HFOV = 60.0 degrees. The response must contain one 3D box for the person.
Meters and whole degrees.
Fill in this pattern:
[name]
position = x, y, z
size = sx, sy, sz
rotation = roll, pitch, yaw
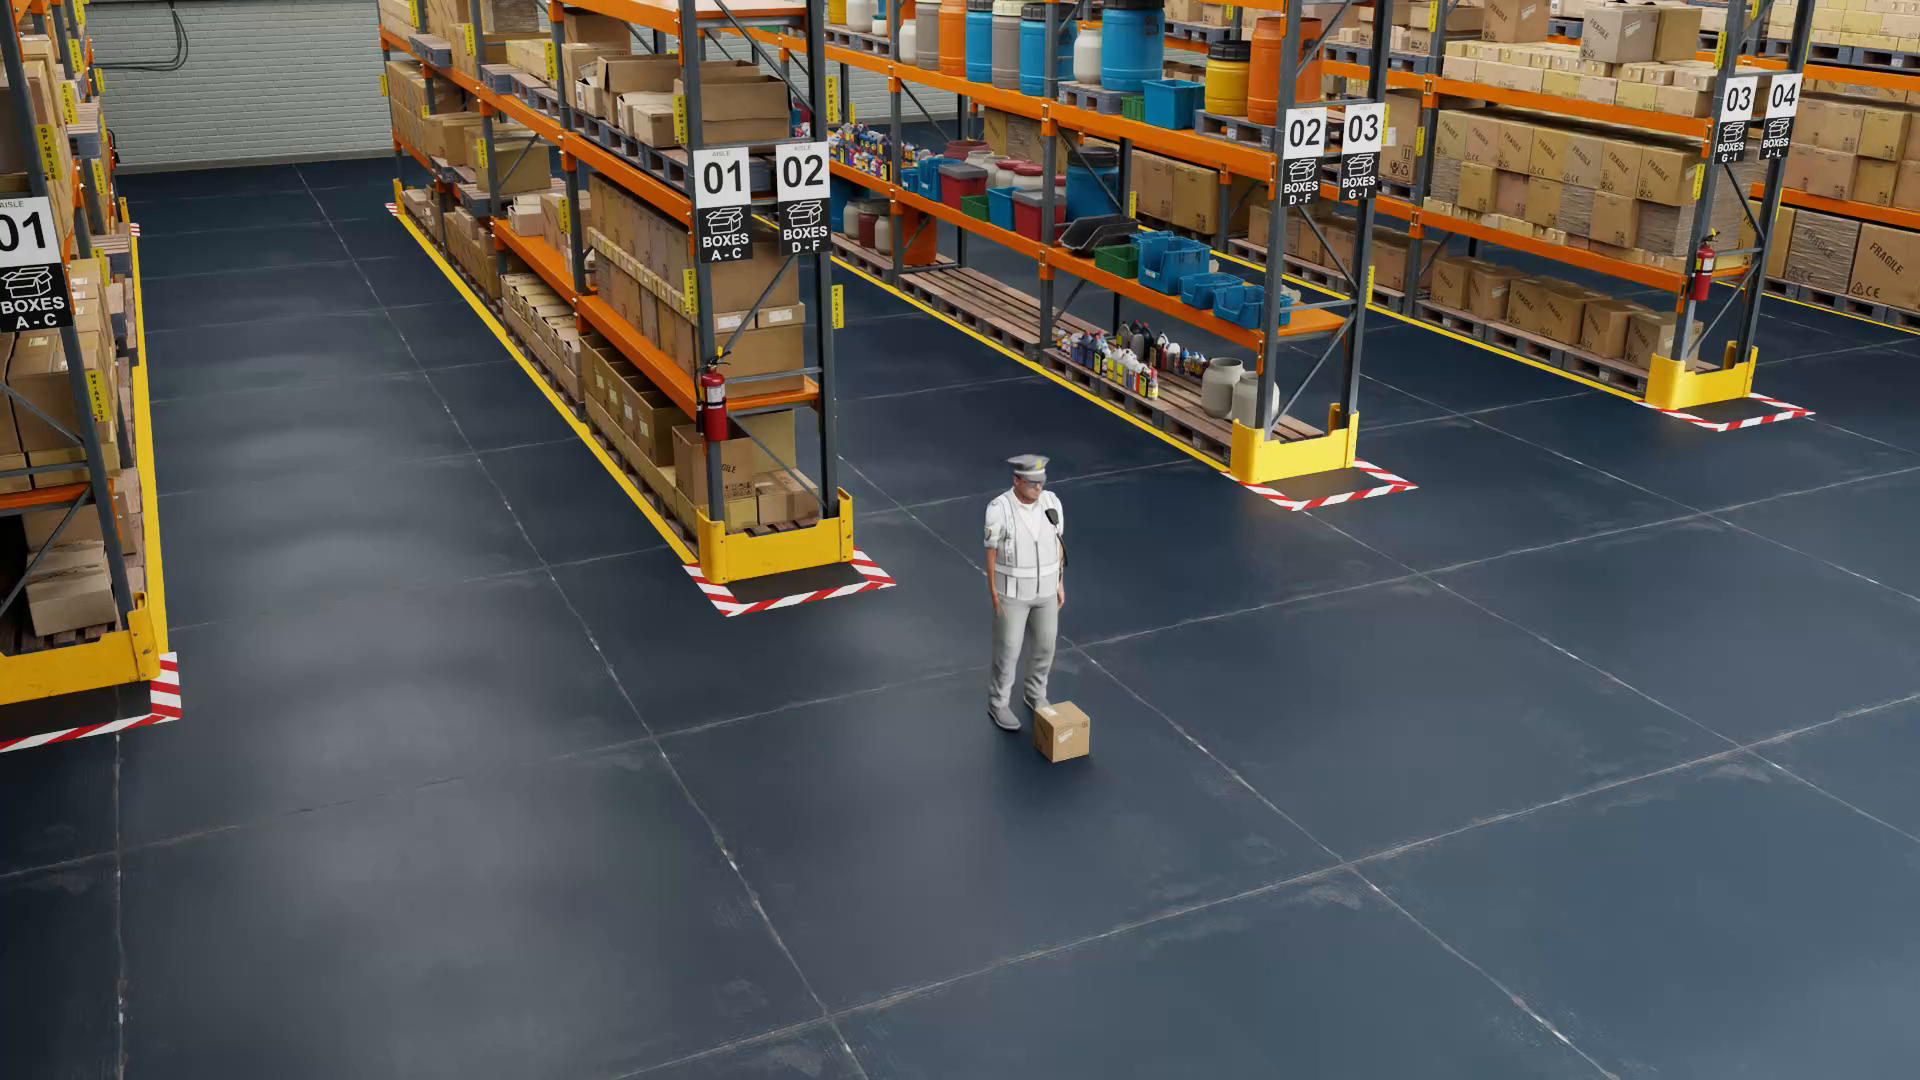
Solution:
[person]
position = 0.417, 0.311, 10.269
size = 0.528, 1.761, 0.393
rotation = -10, 24, -22
